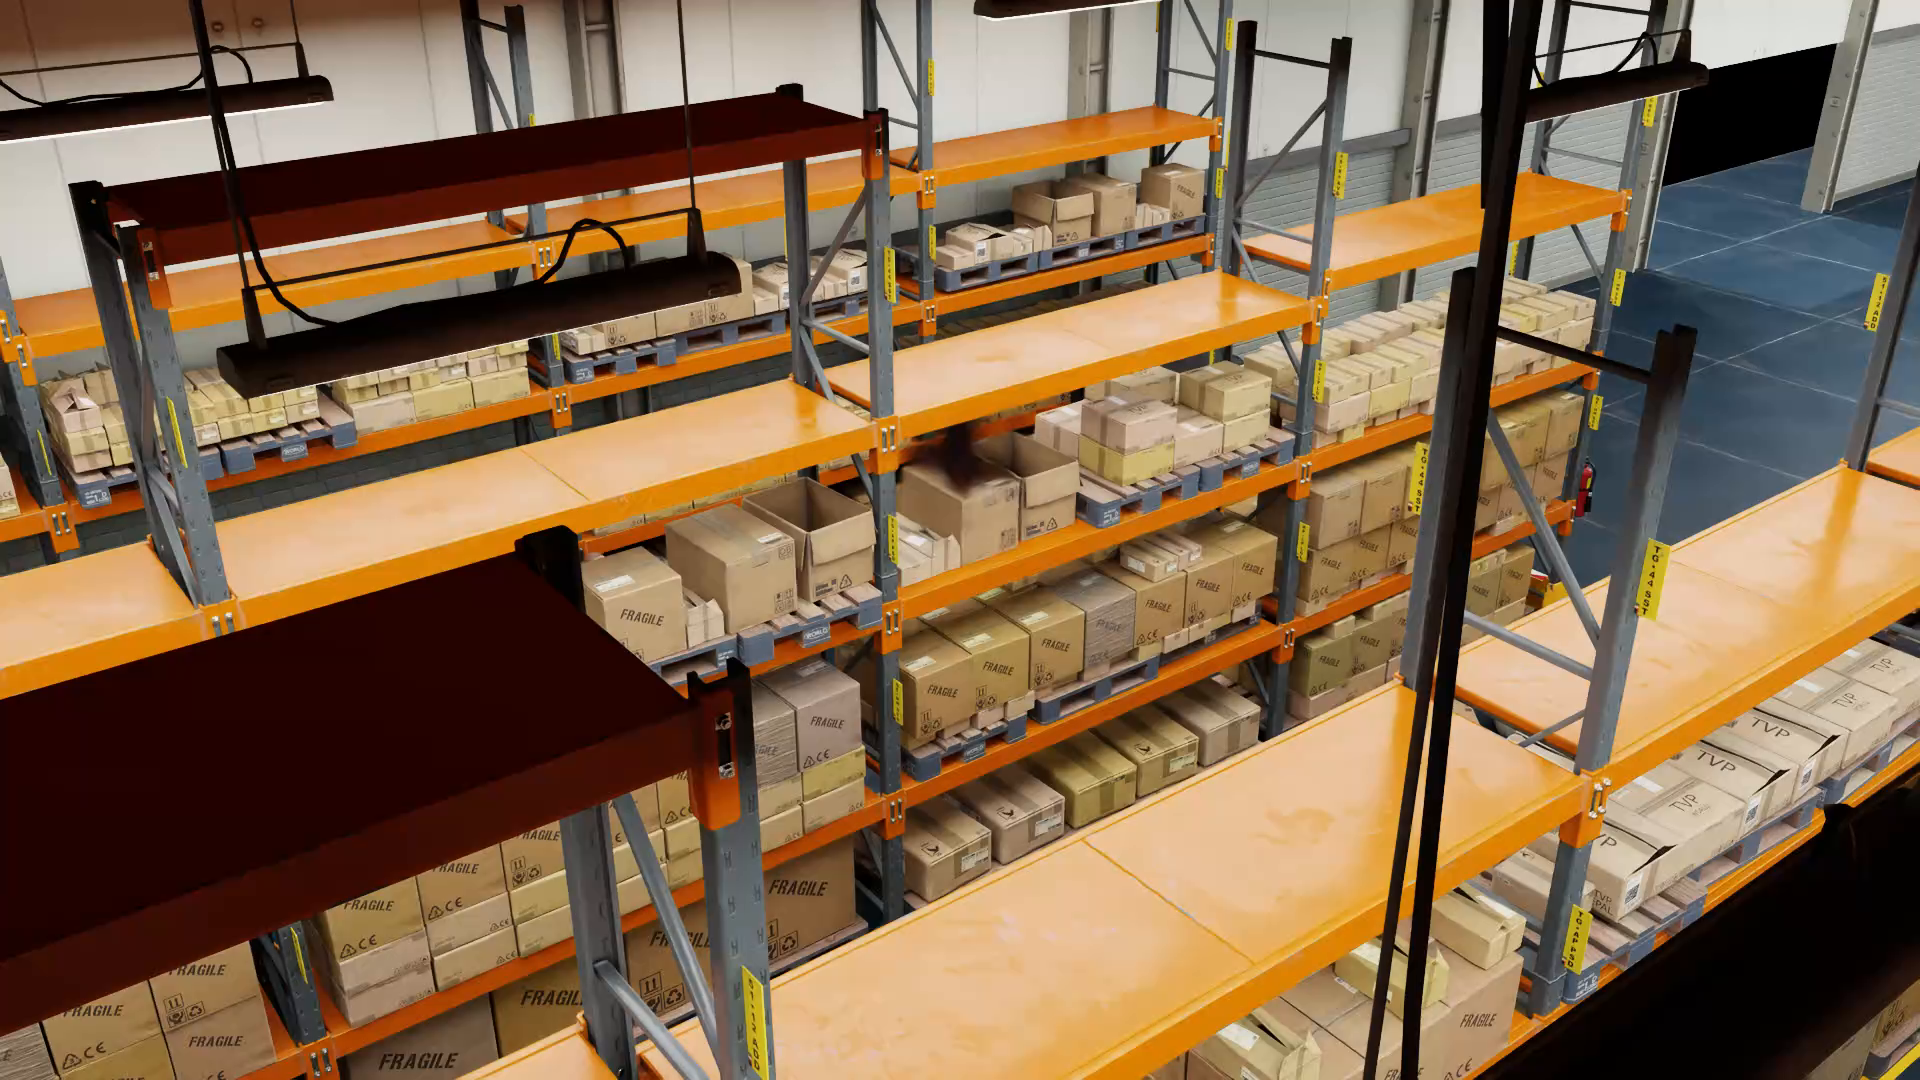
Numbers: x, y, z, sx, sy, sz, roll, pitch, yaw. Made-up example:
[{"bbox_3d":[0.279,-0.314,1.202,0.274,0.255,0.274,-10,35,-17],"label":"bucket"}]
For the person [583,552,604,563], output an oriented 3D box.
[{"bbox_3d":[-2.865,0.881,13.696,0.600,1.728,0.369,-14,29,-26],"label":"person"}]
